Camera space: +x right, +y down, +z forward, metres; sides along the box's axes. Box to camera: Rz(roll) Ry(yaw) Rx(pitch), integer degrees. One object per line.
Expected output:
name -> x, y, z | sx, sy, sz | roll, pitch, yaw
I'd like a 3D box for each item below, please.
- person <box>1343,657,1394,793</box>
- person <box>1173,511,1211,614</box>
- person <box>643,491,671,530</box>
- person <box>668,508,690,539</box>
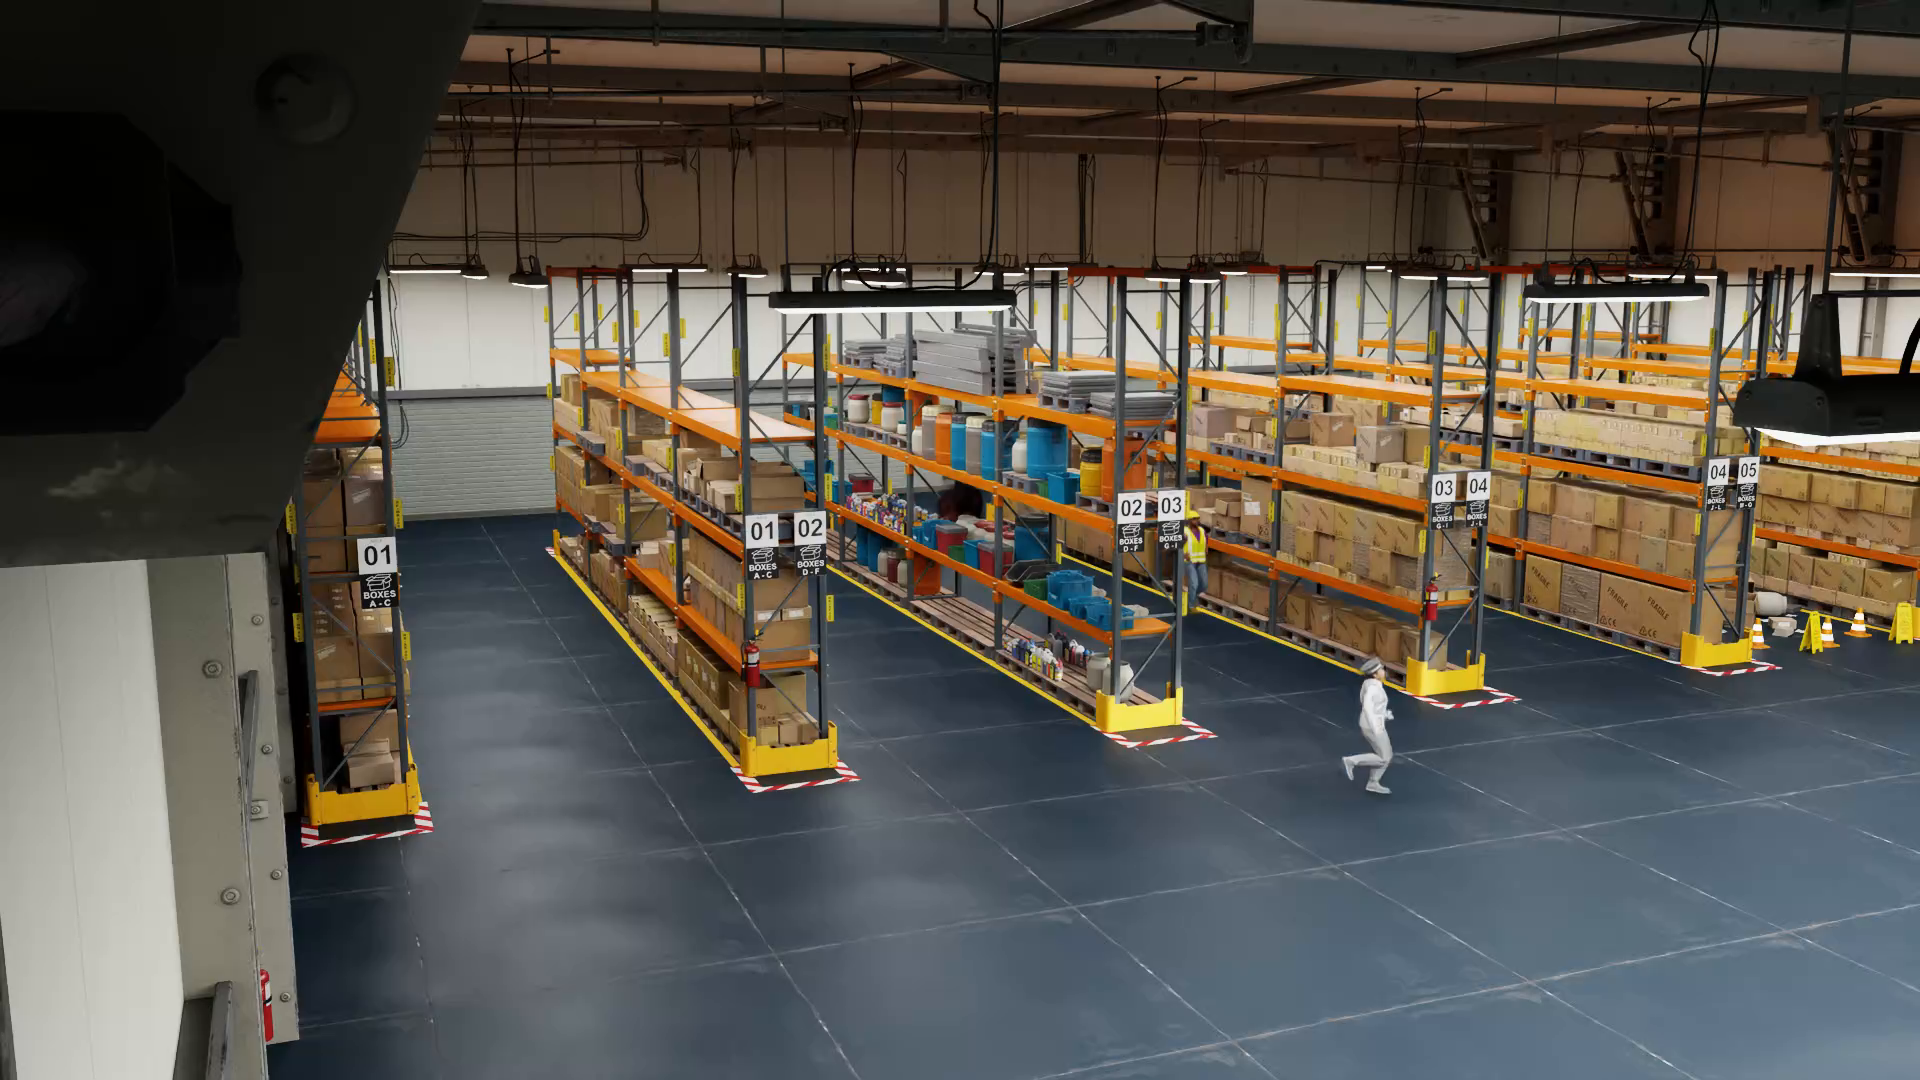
person -> 4.810, 2.171, 19.503 | 0.565, 1.637, 0.622 | 1, 10, 8
person -> 3.916, 0.376, 27.833 | 0.696, 1.735, 0.558 | -4, 11, -24
person -> -6.507, -0.642, 35.928 | 0.663, 1.566, 0.578 | 6, 11, 30
person -> -5.752, -0.384, 34.233 | 0.513, 1.627, 0.817 | -6, 11, -29
